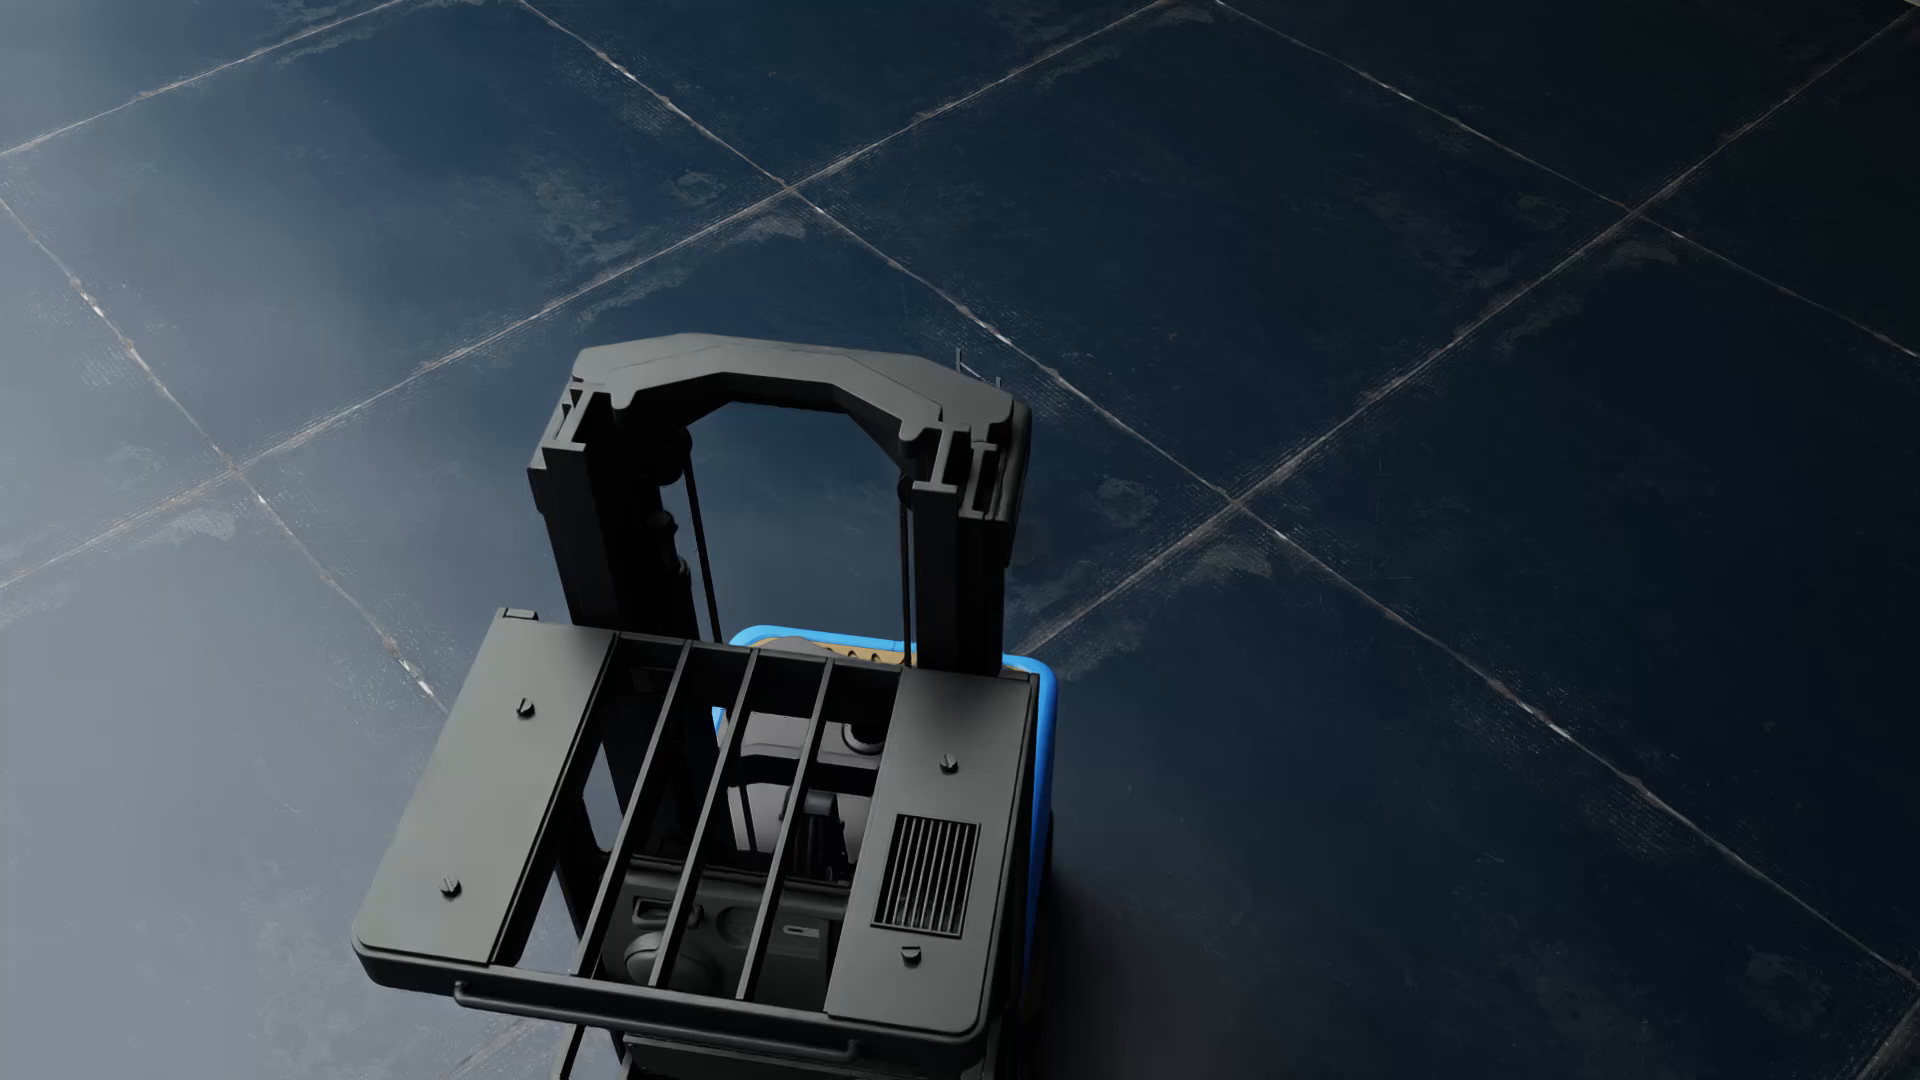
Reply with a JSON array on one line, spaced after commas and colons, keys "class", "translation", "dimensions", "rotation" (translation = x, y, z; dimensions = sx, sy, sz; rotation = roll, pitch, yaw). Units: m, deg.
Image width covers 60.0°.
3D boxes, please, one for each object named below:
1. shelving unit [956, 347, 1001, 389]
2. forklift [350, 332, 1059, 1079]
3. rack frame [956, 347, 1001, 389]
[{"class": "shelving unit", "translation": [-0.006, -0.301, 6.469], "dimensions": [0.210, 0.900, 0.258], "rotation": [-34, 56, -27]}, {"class": "forklift", "translation": [-0.428, 1.112, 3.783], "dimensions": [1.130, 2.935, 3.031], "rotation": [7, 48, 6]}, {"class": "rack frame", "translation": [0.069, -0.351, 6.515], "dimensions": [0.006, 0.900, 0.240], "rotation": [-34, 56, -27]}]
